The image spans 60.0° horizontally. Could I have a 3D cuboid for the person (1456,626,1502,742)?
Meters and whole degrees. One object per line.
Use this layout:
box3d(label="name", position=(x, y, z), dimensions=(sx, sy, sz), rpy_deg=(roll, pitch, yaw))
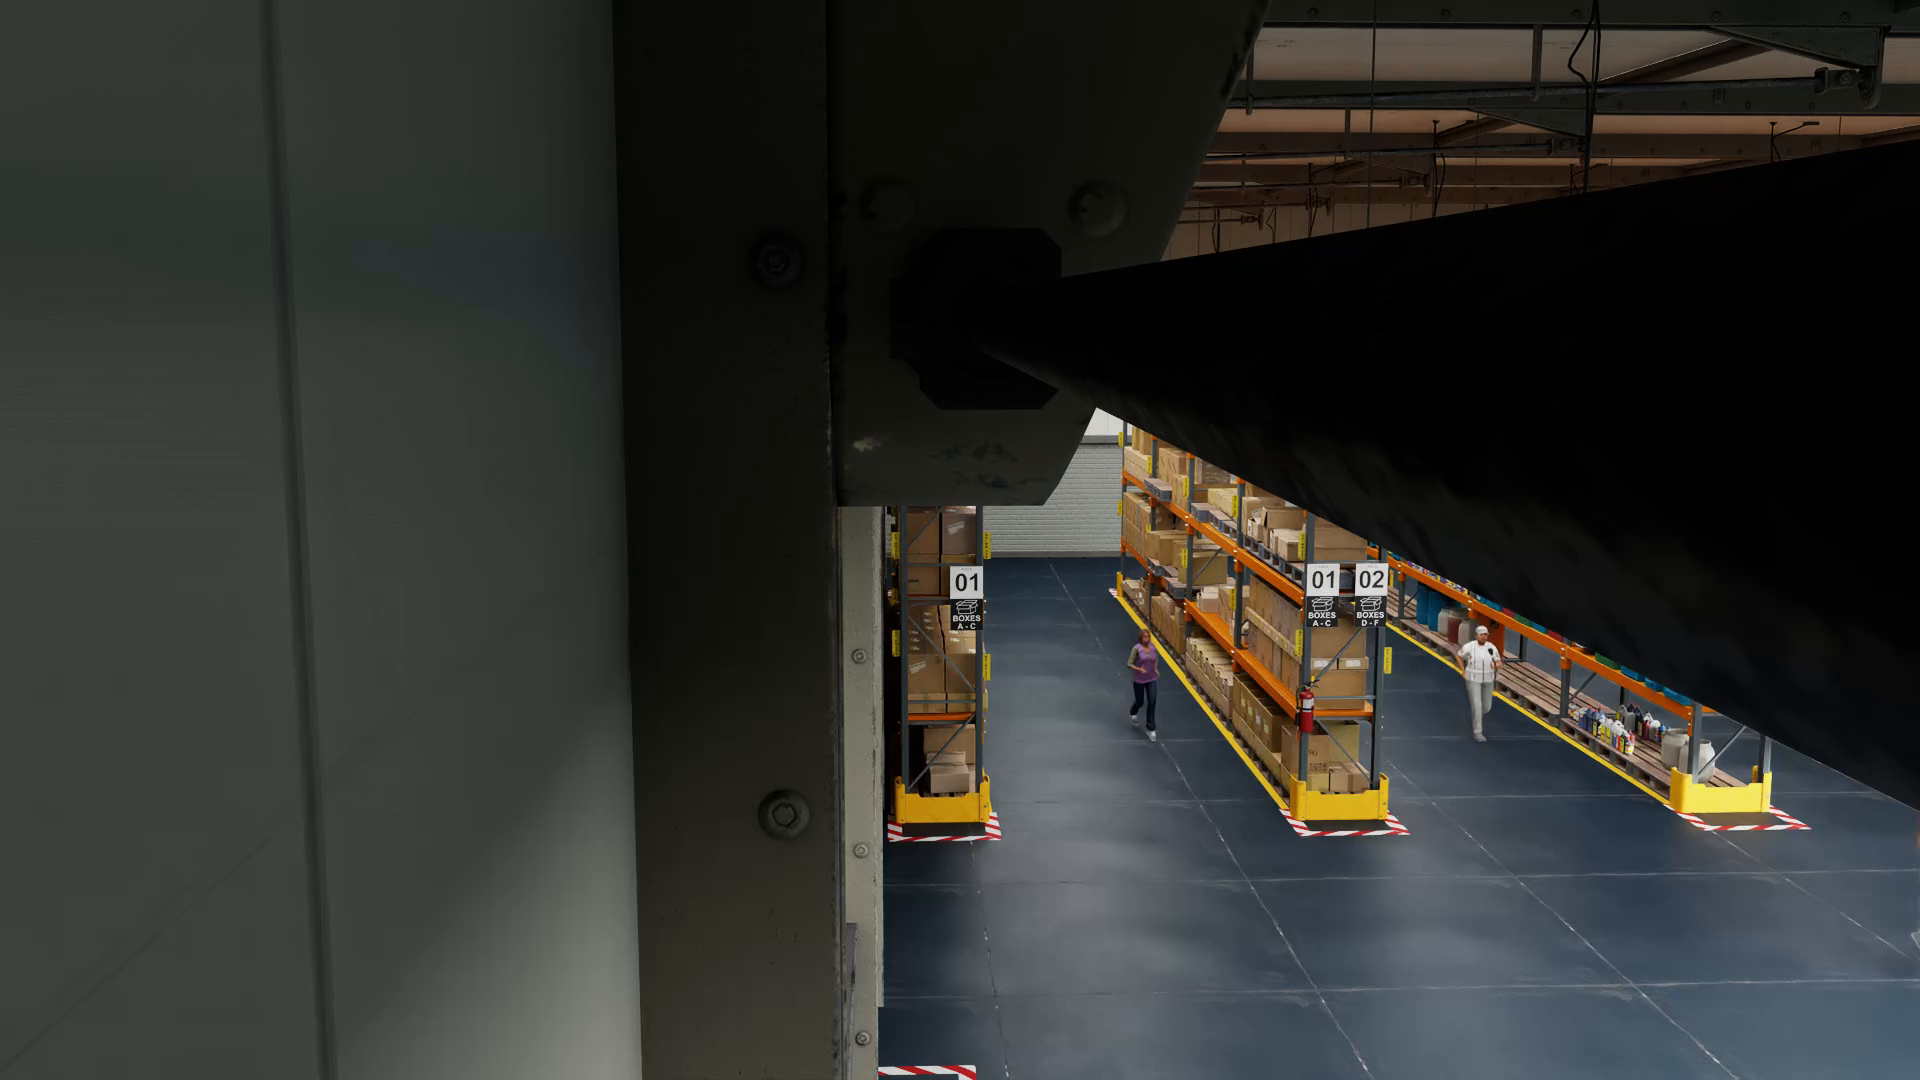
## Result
box3d(label="person", position=(7.643, 2.080, 24.462), dimensions=(0.614, 1.633, 0.904), rpy_deg=(0, 8, -1))

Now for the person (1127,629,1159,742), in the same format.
box3d(label="person", position=(2.714, 2.092, 24.563), dimensions=(0.538, 1.606, 0.877), rpy_deg=(-2, 8, -13))
